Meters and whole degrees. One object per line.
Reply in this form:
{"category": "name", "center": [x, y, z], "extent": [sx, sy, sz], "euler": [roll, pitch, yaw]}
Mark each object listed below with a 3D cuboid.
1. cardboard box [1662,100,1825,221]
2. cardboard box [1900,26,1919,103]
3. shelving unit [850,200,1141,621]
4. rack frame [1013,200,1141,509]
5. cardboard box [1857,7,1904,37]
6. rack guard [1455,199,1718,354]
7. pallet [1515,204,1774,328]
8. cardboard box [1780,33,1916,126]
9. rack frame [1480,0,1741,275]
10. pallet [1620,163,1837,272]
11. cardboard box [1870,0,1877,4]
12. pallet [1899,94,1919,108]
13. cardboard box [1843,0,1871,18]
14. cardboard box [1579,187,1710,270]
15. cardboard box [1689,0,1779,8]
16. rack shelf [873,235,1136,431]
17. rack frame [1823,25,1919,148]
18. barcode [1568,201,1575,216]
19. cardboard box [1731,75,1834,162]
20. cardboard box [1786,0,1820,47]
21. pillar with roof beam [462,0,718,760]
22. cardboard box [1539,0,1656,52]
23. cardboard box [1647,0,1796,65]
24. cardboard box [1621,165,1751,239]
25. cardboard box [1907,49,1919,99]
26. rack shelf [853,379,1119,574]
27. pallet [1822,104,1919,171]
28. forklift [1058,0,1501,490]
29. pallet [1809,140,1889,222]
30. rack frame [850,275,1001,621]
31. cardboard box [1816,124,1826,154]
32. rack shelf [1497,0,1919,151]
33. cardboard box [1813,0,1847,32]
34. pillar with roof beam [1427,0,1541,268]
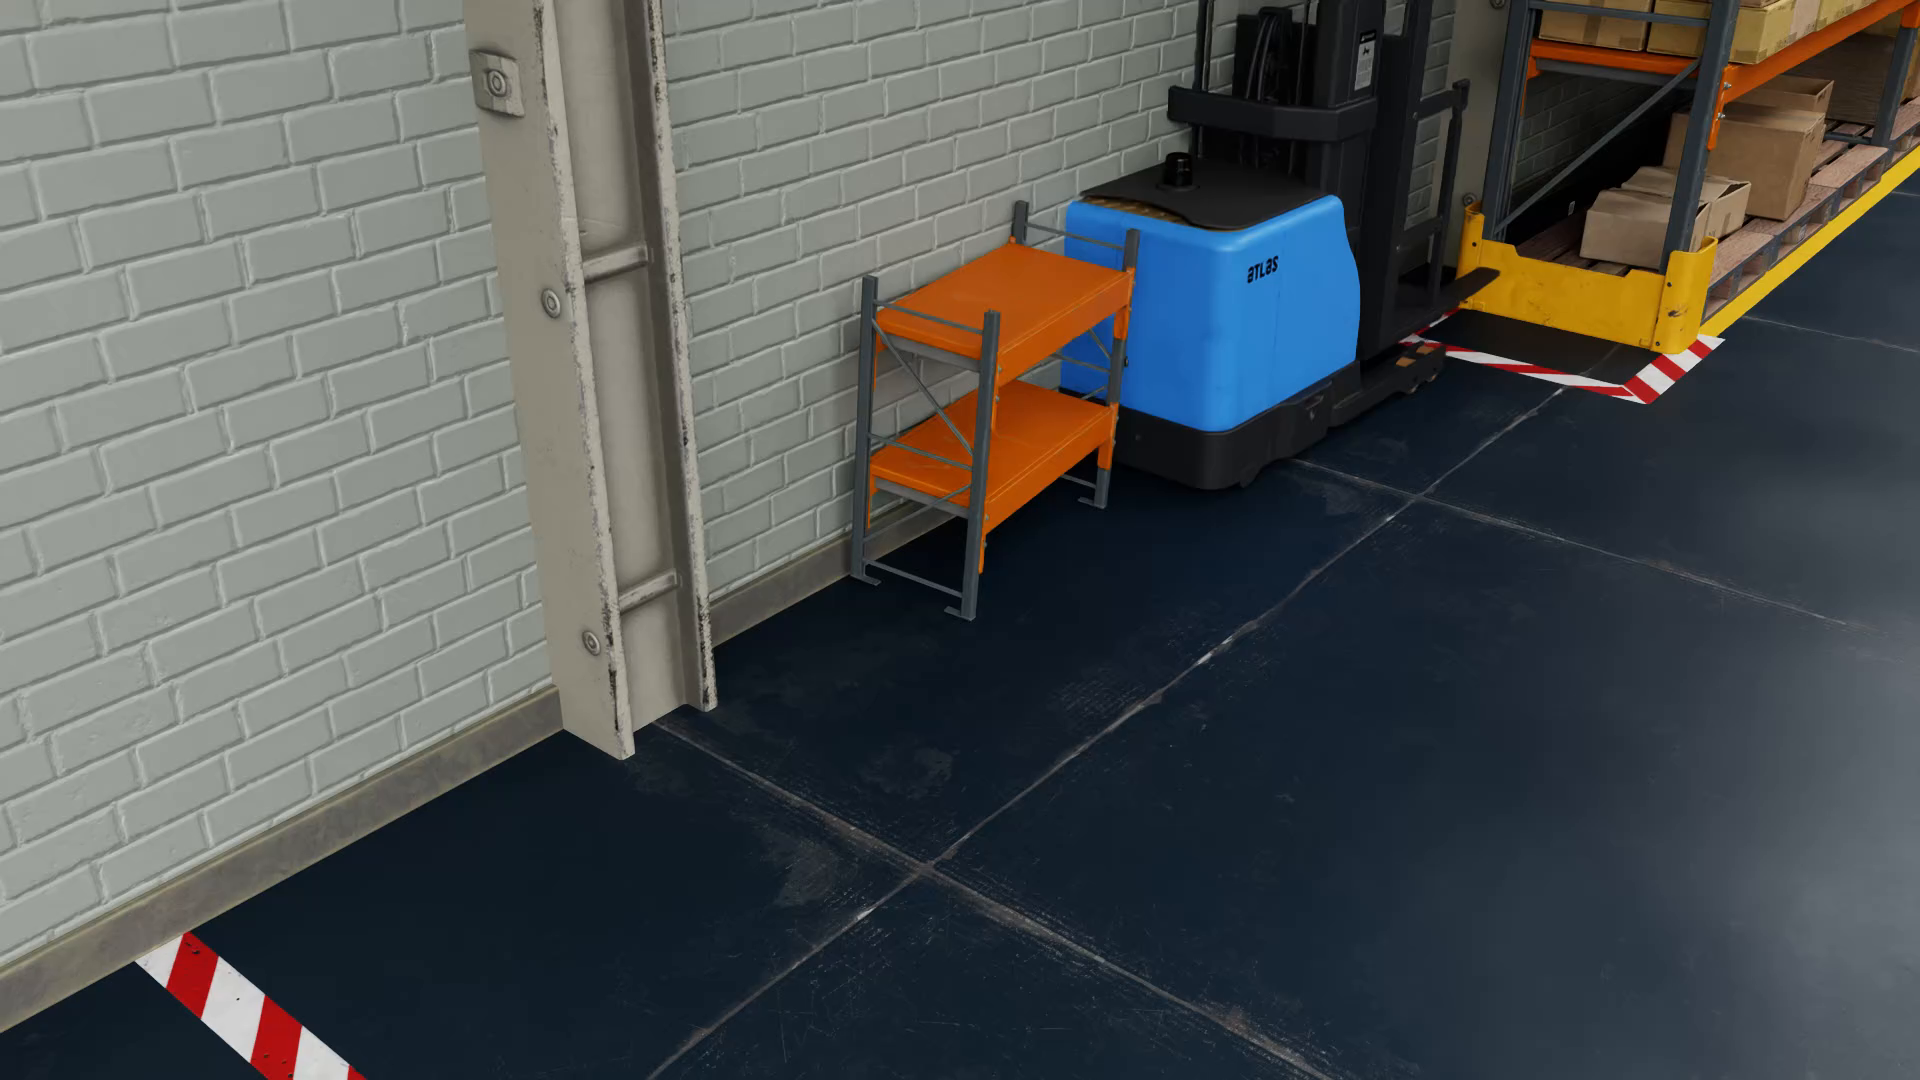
{"category": "cardboard box", "center": [4.411, -2.166, 9.413], "extent": [0.700, 0.500, 0.500], "euler": [18, 33, 31]}
{"category": "cardboard box", "center": [6.324, -3.381, 11.762], "extent": [0.700, 0.500, 0.500], "euler": [20, 33, 33]}
{"category": "shelving unit", "center": [0.129, -0.490, 5.934], "extent": [0.538, 1.125, 1.048], "euler": [19, 33, 25]}
{"category": "rack frame", "center": [0.389, -0.690, 6.322], "extent": [0.500, 1.125, 0.032], "euler": [19, 33, 25]}
{"category": "cardboard box", "center": [6.311, -3.673, 11.511], "extent": [0.500, 0.250, 0.500], "euler": [20, 33, 33]}
{"category": "rack guard", "center": [3.082, -1.330, 8.278], "extent": [1.175, 0.500, 0.348], "euler": [21, 34, 34]}
{"category": "pallet", "center": [3.626, -1.480, 8.881], "extent": [1.003, 0.211, 1.213], "euler": [21, 34, 34]}
{"category": "cardboard box", "center": [6.034, -3.183, 11.380], "extent": [0.700, 0.500, 0.500], "euler": [22, 35, 36]}
{"category": "rack frame", "center": [3.034, -2.414, 7.651], "extent": [1.000, 3.000, 0.127], "euler": [21, 34, 34]}
{"category": "pallet", "center": [4.403, -1.911, 9.713], "extent": [1.003, 0.211, 1.213], "euler": [21, 34, 34]}
{"category": "cardboard box", "center": [4.880, -3.161, 9.237], "extent": [0.500, 0.250, 0.500], "euler": [21, 34, 34]}
{"category": "pallet", "center": [6.848, -3.304, 12.408], "extent": [1.003, 0.211, 1.213], "euler": [21, 34, 34]}
{"category": "cardboard box", "center": [4.561, -2.982, 8.891], "extent": [0.500, 0.250, 0.500], "euler": [21, 34, 35]}
{"category": "cardboard box", "center": [3.544, -1.634, 8.591], "extent": [0.500, 0.311, 0.500], "euler": [17, 32, 29]}
{"category": "cardboard box", "center": [3.570, -2.771, 7.666], "extent": [0.500, 0.500, 0.500], "euler": [21, 34, 34]}
{"category": "rack shelf", "center": [0.148, -0.744, 5.790], "extent": [0.538, 0.278, 1.000], "euler": [19, 33, 25]}
{"category": "rack frame", "center": [5.578, -3.832, 10.393], "extent": [1.000, 3.000, 0.127], "euler": [21, 34, 34]}
{"category": "barcode", "center": [3.246, -1.761, 8.828], "extent": [0.001, 0.075, 0.075], "euler": [21, 34, 34]}
{"category": "cardboard box", "center": [4.949, -2.537, 10.132], "extent": [0.500, 0.500, 0.500], "euler": [18, 32, 31]}
{"category": "cardboard box", "center": [3.909, -2.625, 8.200], "extent": [0.500, 0.250, 0.500], "euler": [20, 33, 33]}
{"category": "pillar with roof beam", "center": [2.317, -2.194, 0.697], "extent": [9.100, 9.000, 0.400], "euler": [21, 34, 34]}
{"category": "cardboard box", "center": [3.182, -2.578, 8.111], "extent": [0.500, 0.250, 0.500], "euler": [21, 34, 35]}
{"category": "cardboard box", "center": [3.589, -2.436, 7.836], "extent": [0.500, 0.250, 0.500], "euler": [20, 33, 33]}
{"category": "cardboard box", "center": [3.906, -1.836, 8.982], "extent": [0.500, 0.311, 0.500], "euler": [24, 36, 38]}
{"category": "cardboard box", "center": [6.679, -3.550, 12.089], "extent": [0.700, 0.500, 0.500], "euler": [21, 34, 35]}
{"category": "rack shelf", "center": [0.113, -0.278, 6.054], "extent": [0.538, 0.278, 1.000], "euler": [19, 33, 25]}
{"category": "pallet", "center": [6.072, -2.870, 11.568], "extent": [1.003, 0.211, 1.213], "euler": [21, 34, 34]}
{"category": "forklift", "center": [1.581, -2.096, 7.111], "extent": [1.130, 2.935, 3.031], "euler": [22, 34, 35]}
{"category": "pallet", "center": [5.178, -2.345, 10.553], "extent": [1.003, 0.211, 1.213], "euler": [21, 34, 34]}
{"category": "rack frame", "center": [-0.131, -0.290, 5.546], "extent": [0.500, 1.125, 0.032], "euler": [19, 33, 25]}
{"category": "cardboard box", "center": [5.261, -2.571, 10.559], "extent": [0.380, 0.166, 0.250], "euler": [16, 31, 28]}
{"category": "rack shelf", "center": [4.306, -2.803, 9.187], "extent": [1.077, 0.370, 4.000], "euler": [21, 34, 34]}
{"category": "cardboard box", "center": [4.237, -2.803, 8.546], "extent": [0.500, 0.250, 0.500], "euler": [20, 34, 34]}
{"category": "pillar with roof beam", "center": [6.134, -4.321, 4.809], "extent": [9.100, 9.000, 0.400], "euler": [21, 34, 34]}
